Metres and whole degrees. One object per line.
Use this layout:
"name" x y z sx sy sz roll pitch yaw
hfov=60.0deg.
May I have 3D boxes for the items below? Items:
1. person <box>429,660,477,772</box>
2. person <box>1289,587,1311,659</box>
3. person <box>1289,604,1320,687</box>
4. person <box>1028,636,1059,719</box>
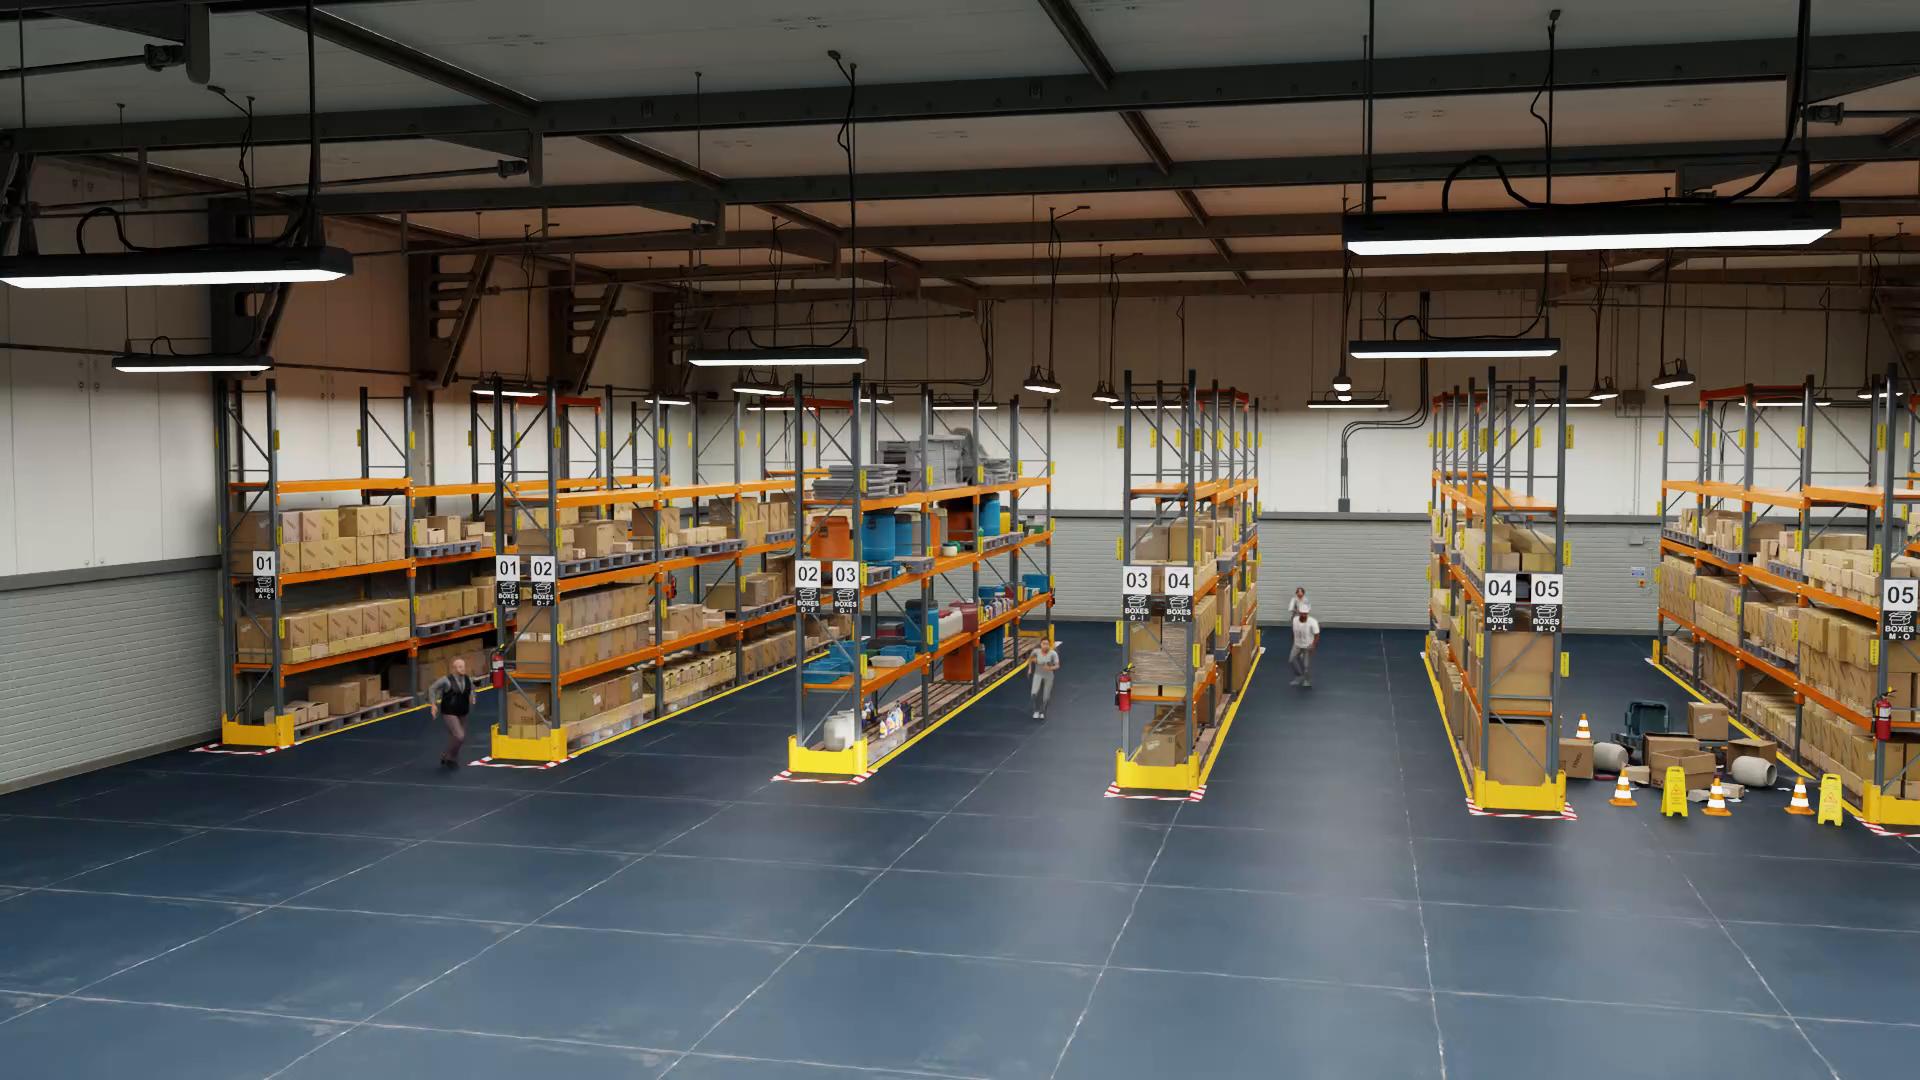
"person" -7.613 2.664 25.096 0.844 1.733 0.631 3 4 37
"person" 7.830 1.885 38.327 0.529 1.626 0.824 0 3 6
"person" 6.926 2.126 33.448 0.696 1.704 0.733 2 4 35
"person" 1.494 2.465 29.715 0.570 1.504 0.855 0 3 5
